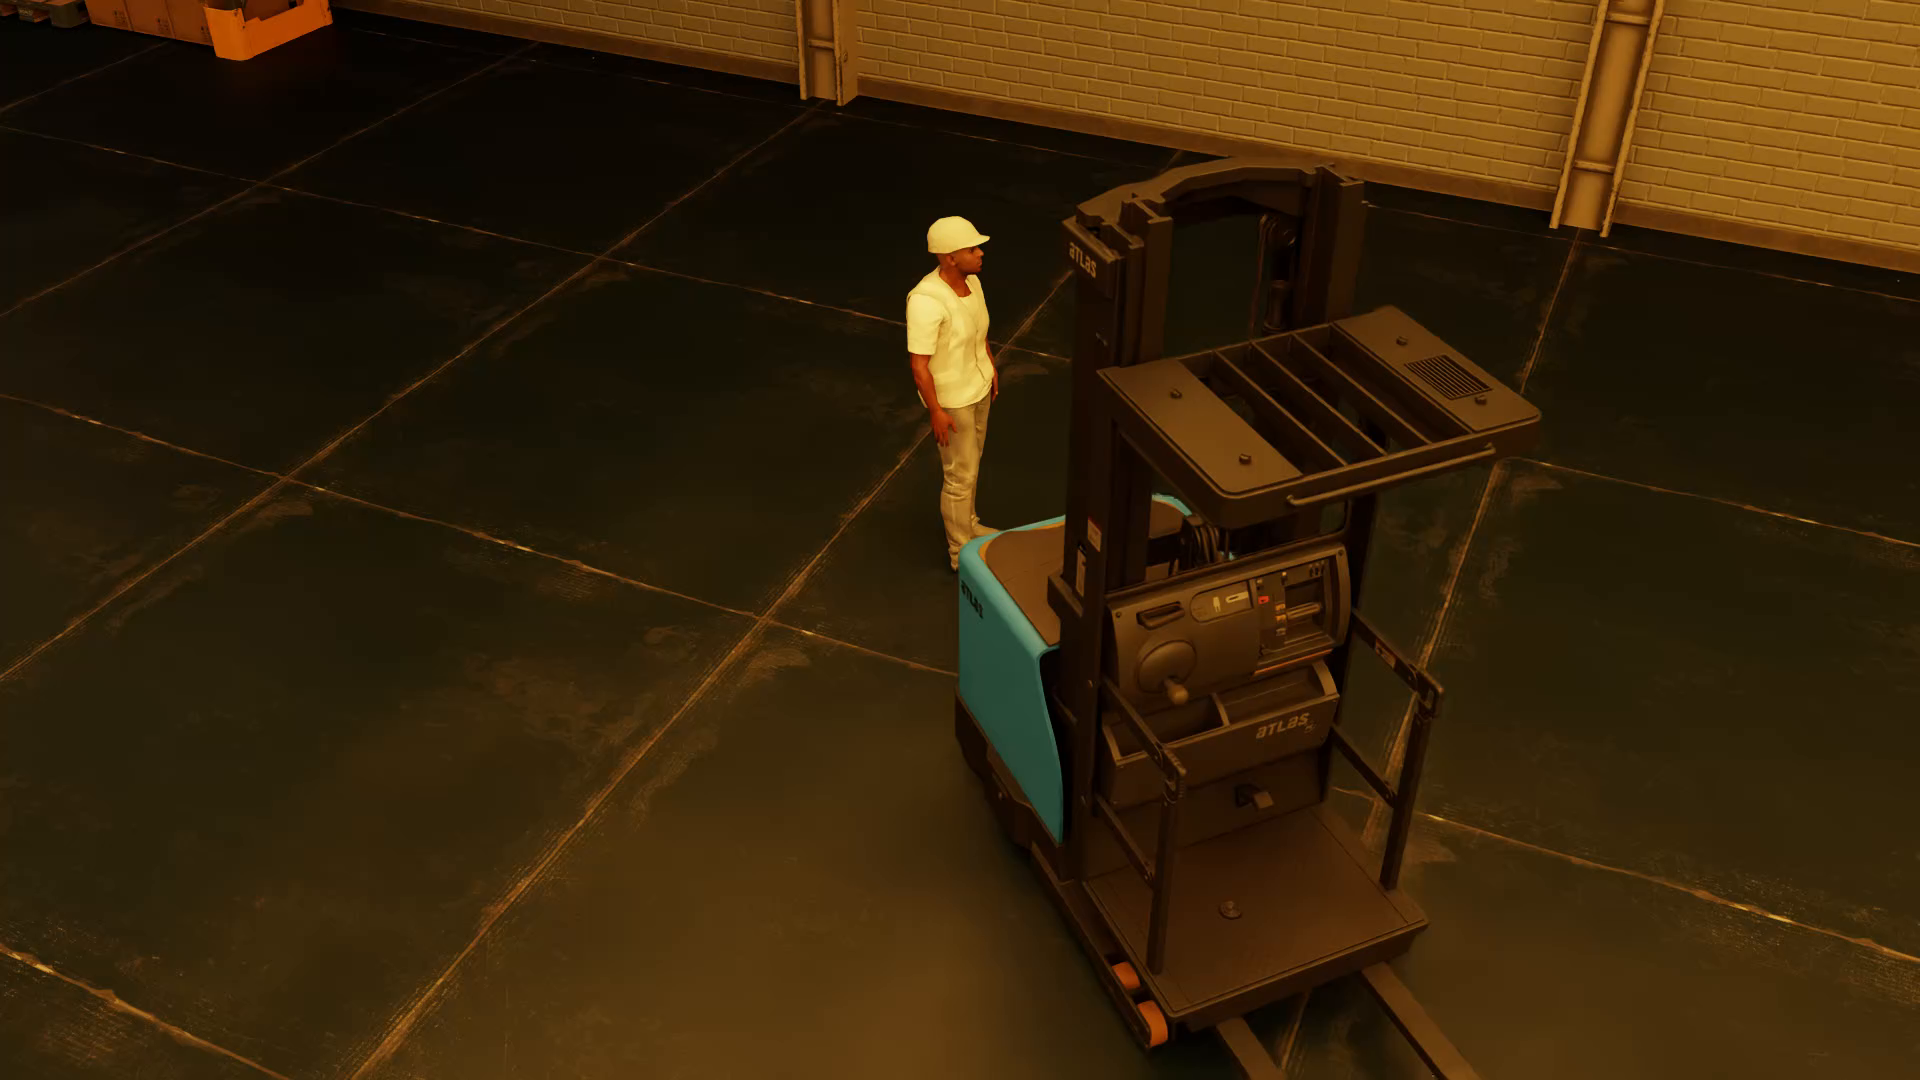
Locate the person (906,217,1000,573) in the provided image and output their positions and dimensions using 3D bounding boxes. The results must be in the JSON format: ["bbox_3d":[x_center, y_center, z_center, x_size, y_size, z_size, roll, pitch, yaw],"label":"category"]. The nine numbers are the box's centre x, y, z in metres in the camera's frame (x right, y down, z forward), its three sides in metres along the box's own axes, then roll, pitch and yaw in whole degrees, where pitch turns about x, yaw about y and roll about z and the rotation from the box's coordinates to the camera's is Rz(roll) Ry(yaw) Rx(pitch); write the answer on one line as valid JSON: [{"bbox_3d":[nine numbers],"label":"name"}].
[{"bbox_3d":[0.061,-0.705,8.065,0.576,1.766,0.665,15,38,20],"label":"person"}]

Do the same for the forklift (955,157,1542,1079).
[{"bbox_3d":[1.030,0.358,5.584,1.130,2.935,3.031,-14,38,-19],"label":"forklift"}]
